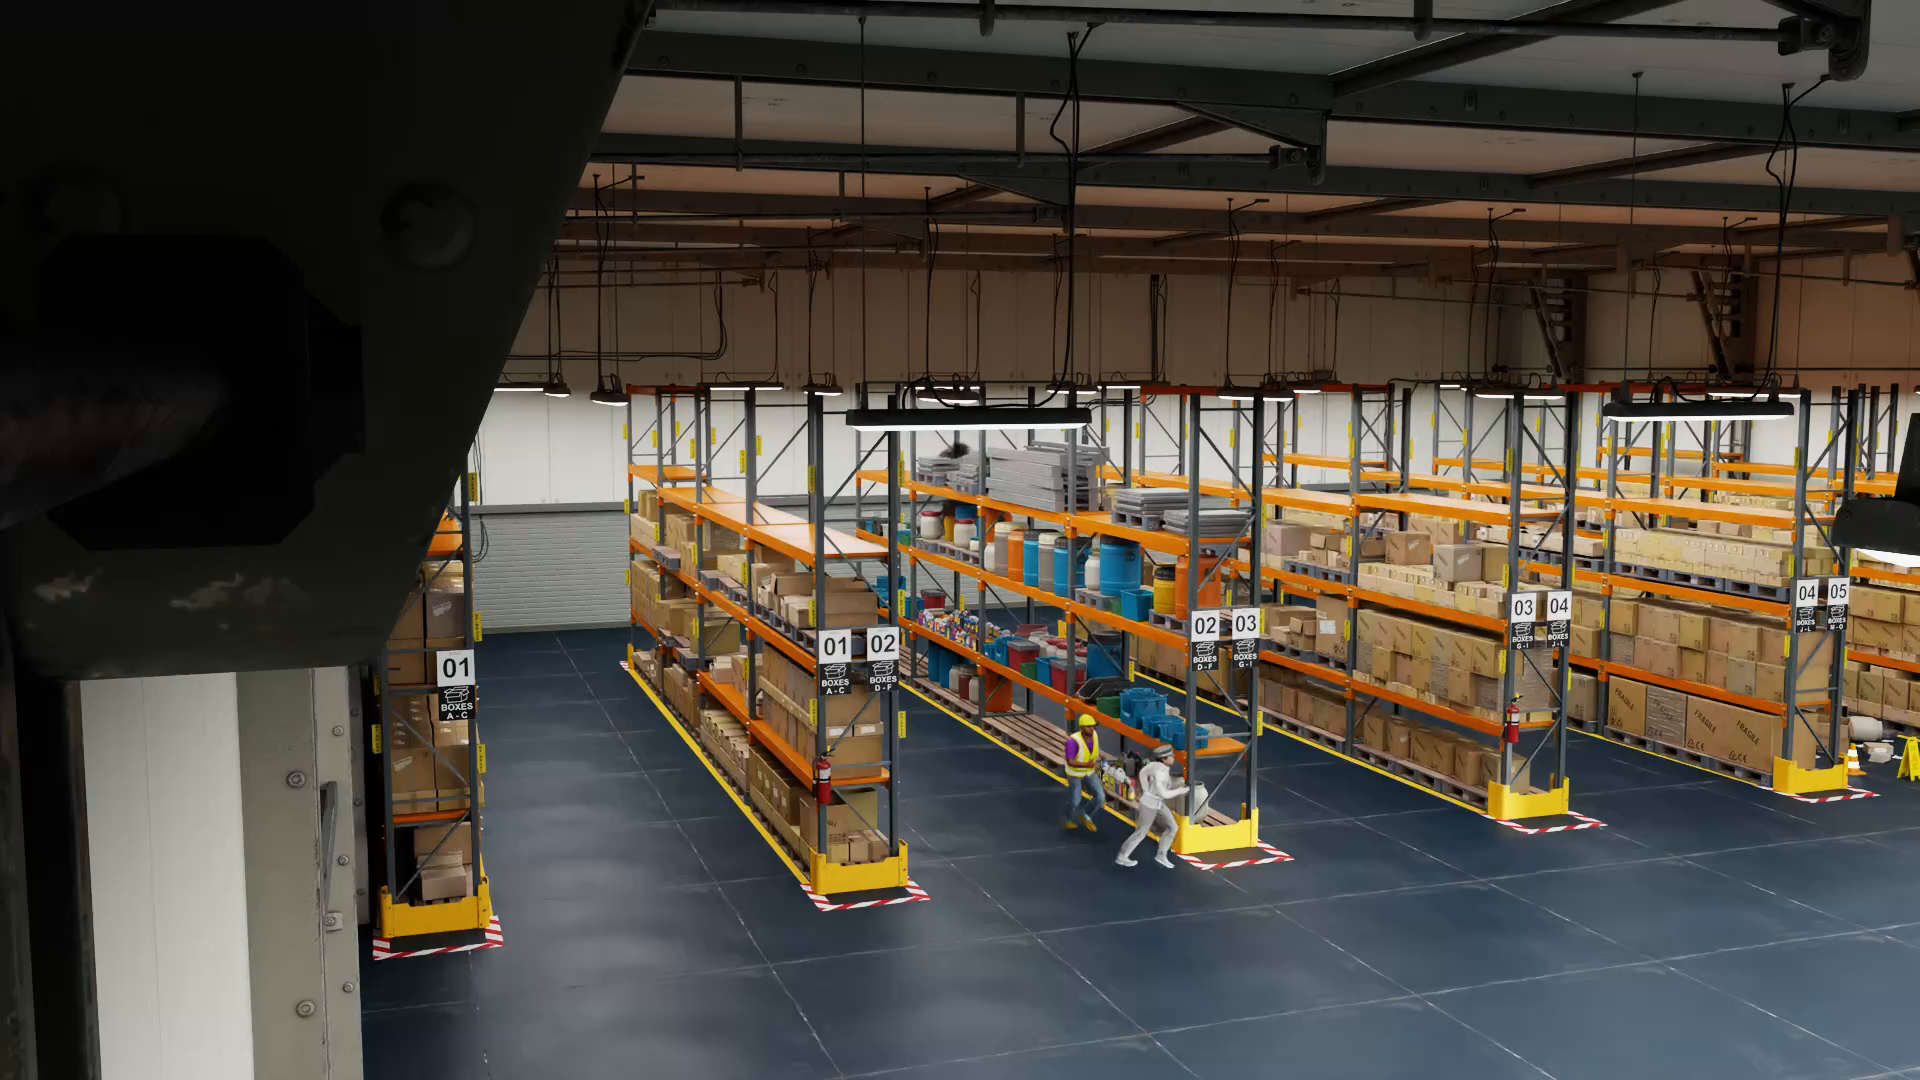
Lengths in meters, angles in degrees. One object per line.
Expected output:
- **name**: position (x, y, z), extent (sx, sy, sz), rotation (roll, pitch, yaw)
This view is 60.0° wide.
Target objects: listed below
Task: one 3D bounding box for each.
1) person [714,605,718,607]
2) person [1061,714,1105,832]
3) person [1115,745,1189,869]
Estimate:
- **person**: position (-5.617, 1.725, 36.286), extent (0.728, 1.750, 1.029), rotation (-5, 8, -39)
- **person**: position (1.663, 3.156, 22.509), extent (0.649, 1.667, 0.903), rotation (-3, 7, -29)
- **person**: position (2.417, 3.358, 20.884), extent (0.920, 1.634, 0.530), rotation (2, 6, 16)
